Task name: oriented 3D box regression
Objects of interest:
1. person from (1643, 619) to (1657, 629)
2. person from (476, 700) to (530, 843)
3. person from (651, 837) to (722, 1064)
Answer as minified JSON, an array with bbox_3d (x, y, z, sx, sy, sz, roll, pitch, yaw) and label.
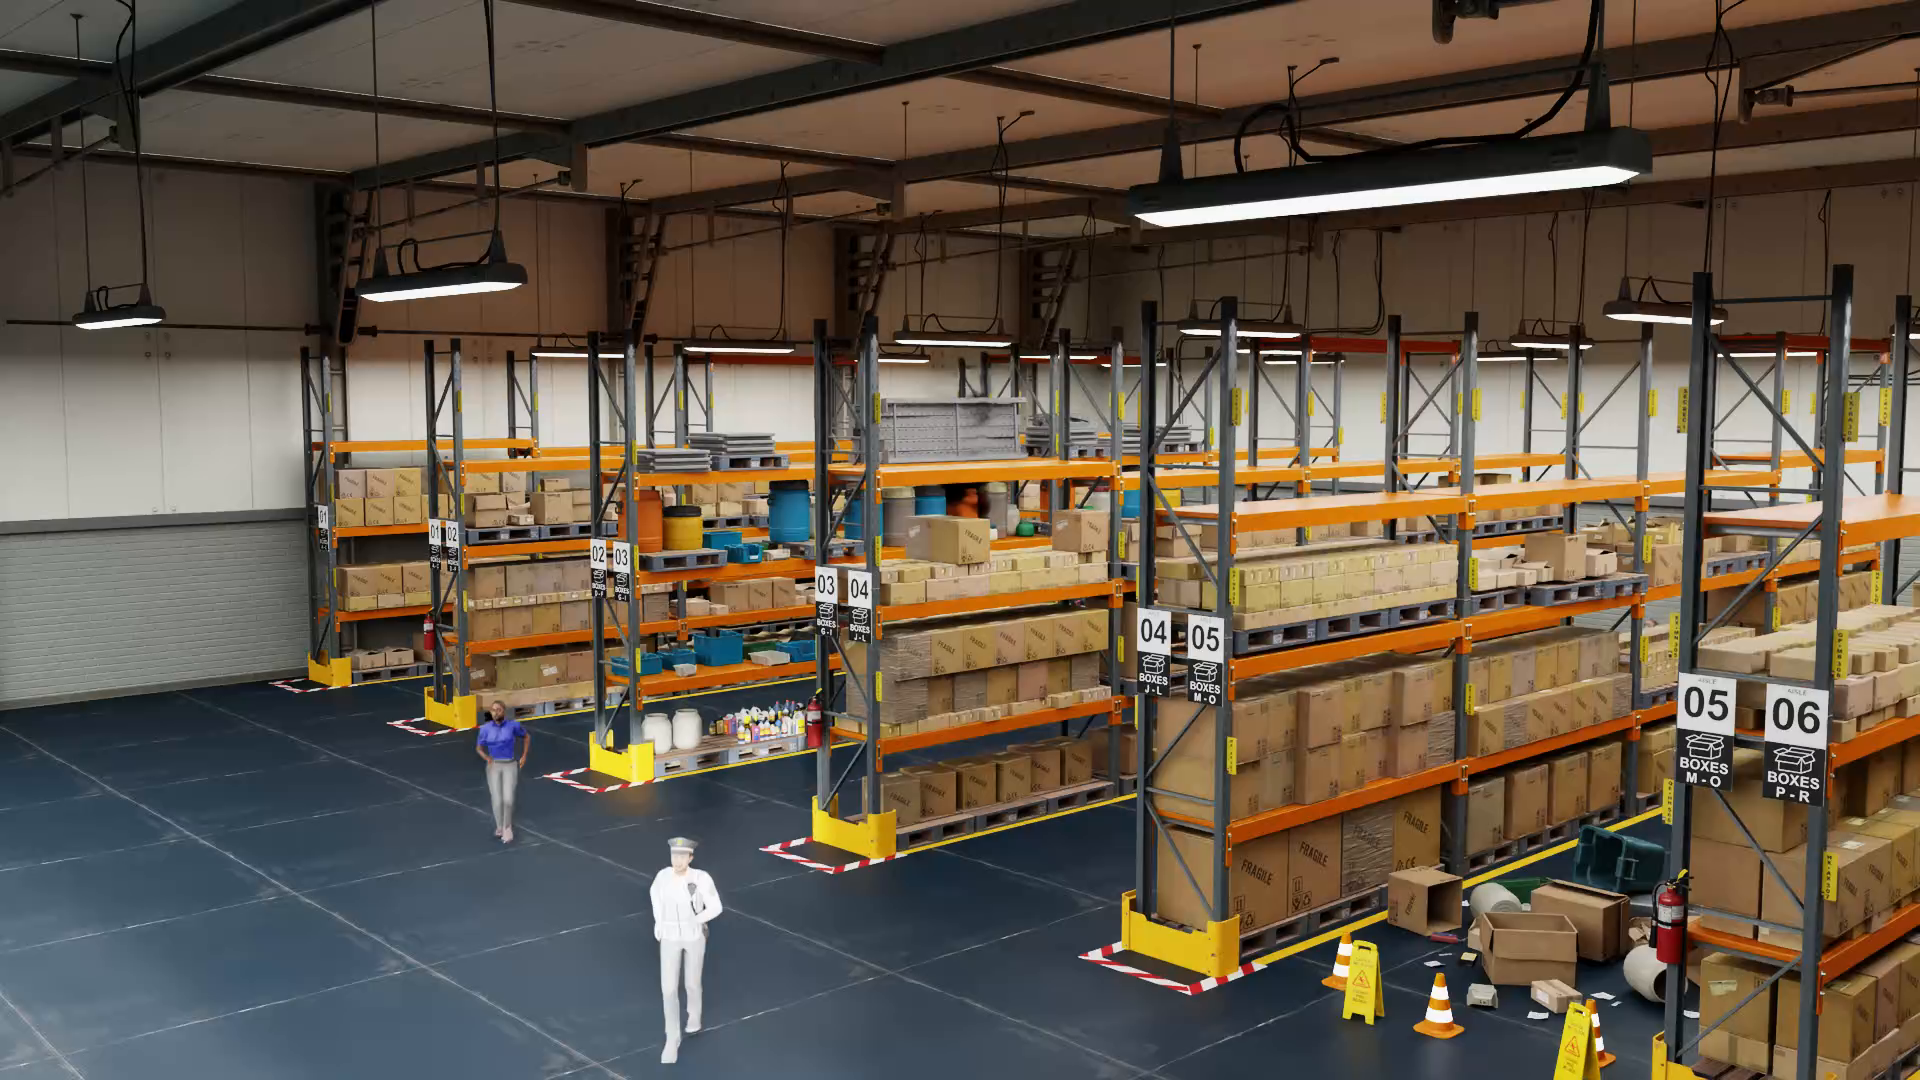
[{"bbox_3d":[10.571,2.084,25.355,0.927,1.784,0.673,-5,7,-42],"label":"person"},{"bbox_3d":[-5.285,2.670,19.202,0.581,1.651,0.656,-1,5,-7],"label":"person"},{"bbox_3d":[-2.168,3.173,13.142,0.600,1.743,0.767,0,5,-2],"label":"person"}]
